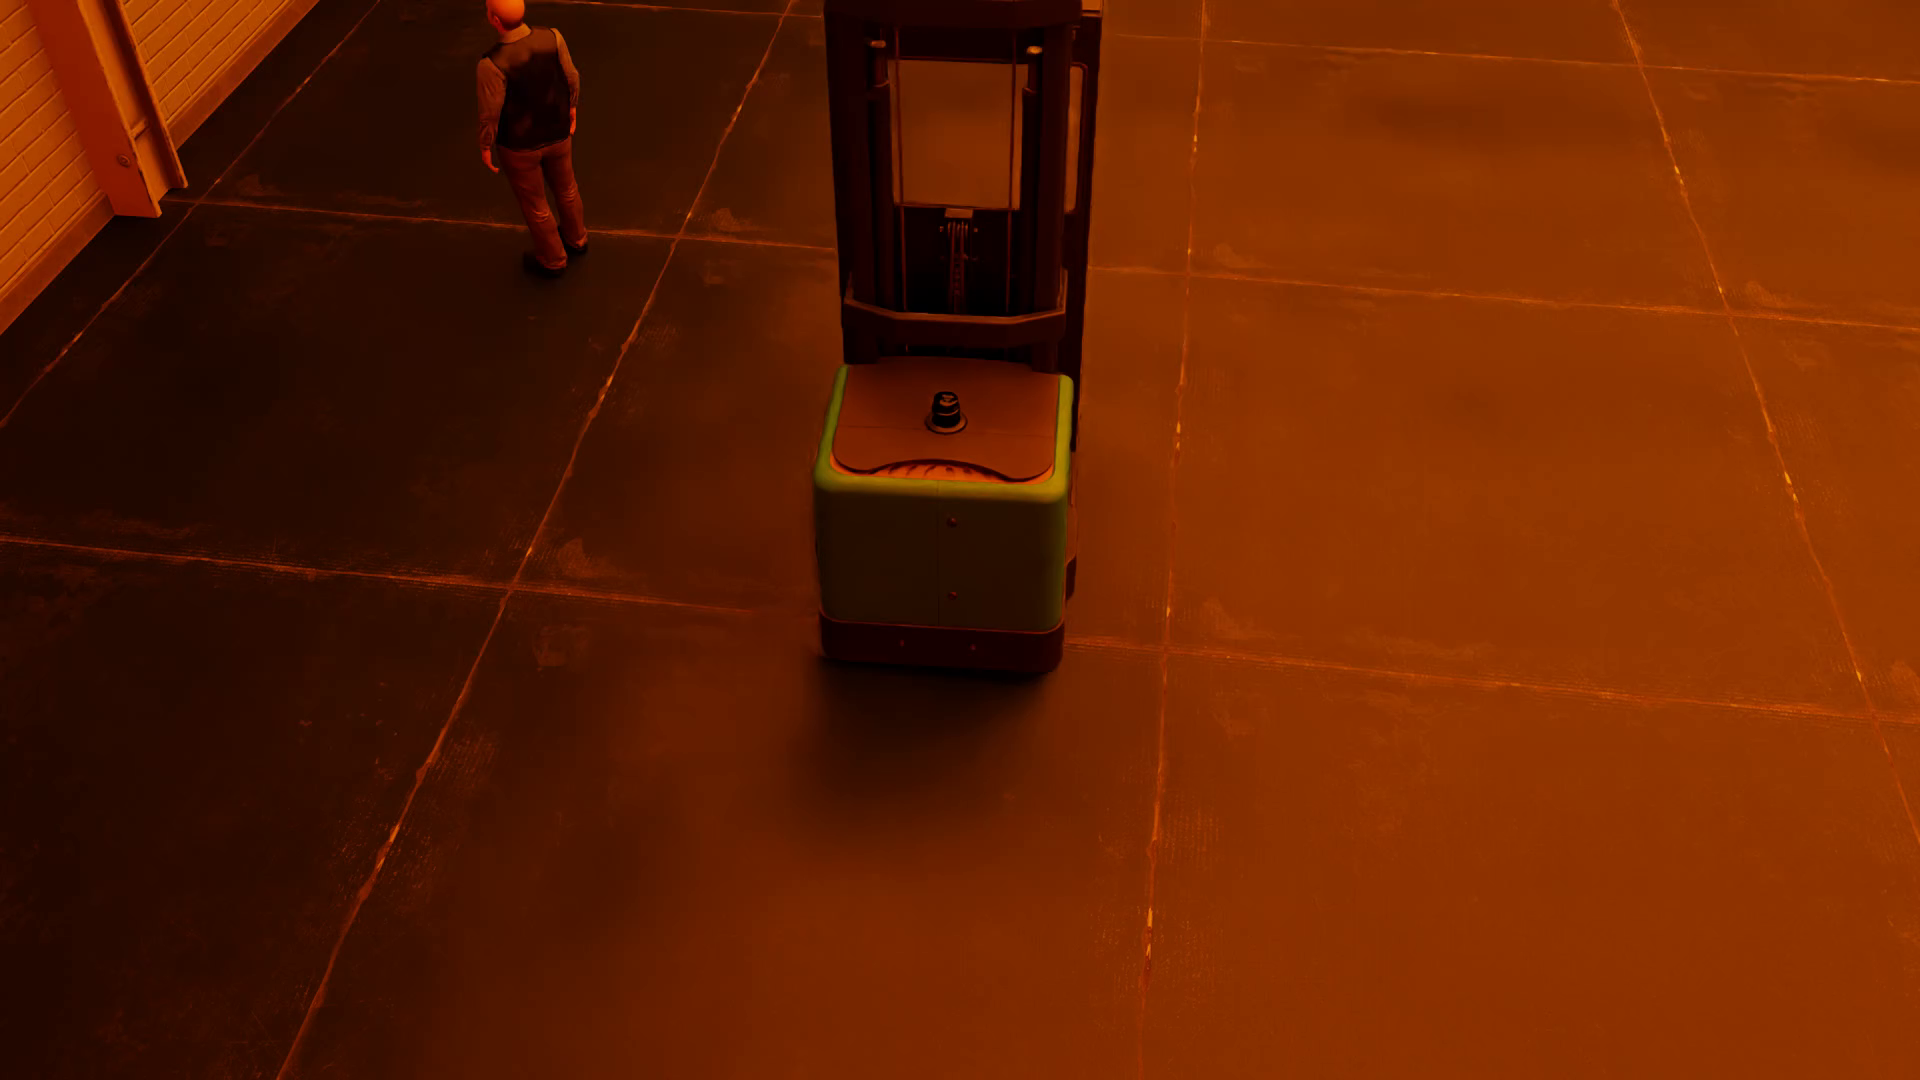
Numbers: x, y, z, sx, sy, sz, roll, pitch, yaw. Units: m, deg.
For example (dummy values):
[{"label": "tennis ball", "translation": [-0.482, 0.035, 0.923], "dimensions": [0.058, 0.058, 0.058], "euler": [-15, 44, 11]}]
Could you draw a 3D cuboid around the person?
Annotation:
[{"label": "person", "translation": [-2.355, -2.214, 9.018], "dimensions": [0.631, 1.720, 0.568], "euler": [-33, 52, -31]}]

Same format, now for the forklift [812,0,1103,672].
[{"label": "forklift", "translation": [0.033, -1.500, 7.357], "dimensions": [1.130, 2.935, 3.031], "euler": [3, 43, 3]}]
